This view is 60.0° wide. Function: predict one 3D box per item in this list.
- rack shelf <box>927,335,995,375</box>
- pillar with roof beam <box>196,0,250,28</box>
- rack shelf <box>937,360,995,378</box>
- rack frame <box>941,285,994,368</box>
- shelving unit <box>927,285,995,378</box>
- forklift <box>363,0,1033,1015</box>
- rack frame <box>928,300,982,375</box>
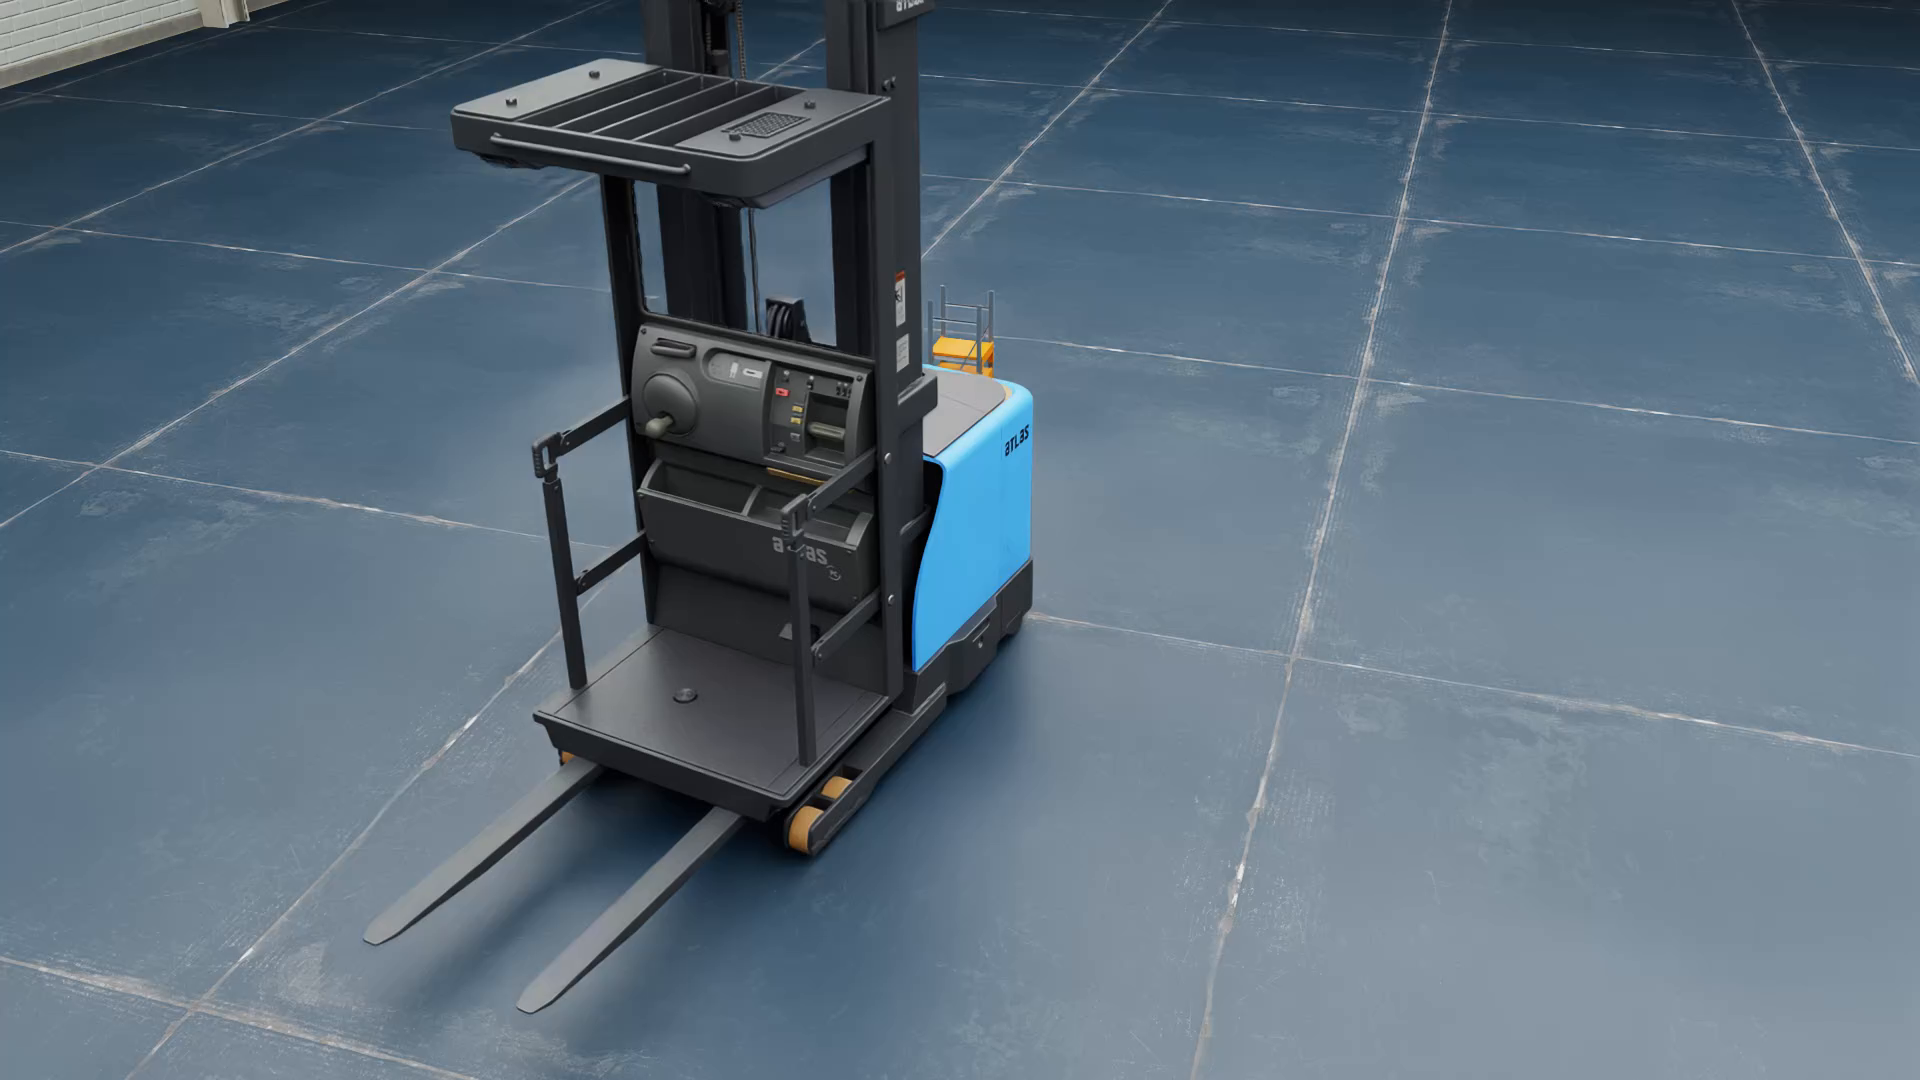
[{"bbox_3d":[0.004,-0.807,7.317,0.258,0.103,0.180,8,30,15],"label":"rack shelf"},{"bbox_3d":[-3.636,-8.775,14.267,9.100,9.000,0.400,8,30,15],"label":"pillar with roof beam"},{"bbox_3d":[0.004,-0.702,7.375,0.258,0.103,0.180,8,30,15],"label":"rack shelf"},{"bbox_3d":[0.031,-0.574,7.547,0.240,1.200,0.006,8,30,15],"label":"rack frame"},{"bbox_3d":[0.004,-0.531,7.470,0.258,1.200,0.189,8,30,15],"label":"shelving unit"},{"bbox_3d":[-0.828,-0.437,5.521,1.130,2.935,3.031,14,32,24],"label":"forklift"},{"bbox_3d":[-0.023,-0.489,7.394,0.240,1.200,0.006,8,30,15],"label":"rack frame"}]
